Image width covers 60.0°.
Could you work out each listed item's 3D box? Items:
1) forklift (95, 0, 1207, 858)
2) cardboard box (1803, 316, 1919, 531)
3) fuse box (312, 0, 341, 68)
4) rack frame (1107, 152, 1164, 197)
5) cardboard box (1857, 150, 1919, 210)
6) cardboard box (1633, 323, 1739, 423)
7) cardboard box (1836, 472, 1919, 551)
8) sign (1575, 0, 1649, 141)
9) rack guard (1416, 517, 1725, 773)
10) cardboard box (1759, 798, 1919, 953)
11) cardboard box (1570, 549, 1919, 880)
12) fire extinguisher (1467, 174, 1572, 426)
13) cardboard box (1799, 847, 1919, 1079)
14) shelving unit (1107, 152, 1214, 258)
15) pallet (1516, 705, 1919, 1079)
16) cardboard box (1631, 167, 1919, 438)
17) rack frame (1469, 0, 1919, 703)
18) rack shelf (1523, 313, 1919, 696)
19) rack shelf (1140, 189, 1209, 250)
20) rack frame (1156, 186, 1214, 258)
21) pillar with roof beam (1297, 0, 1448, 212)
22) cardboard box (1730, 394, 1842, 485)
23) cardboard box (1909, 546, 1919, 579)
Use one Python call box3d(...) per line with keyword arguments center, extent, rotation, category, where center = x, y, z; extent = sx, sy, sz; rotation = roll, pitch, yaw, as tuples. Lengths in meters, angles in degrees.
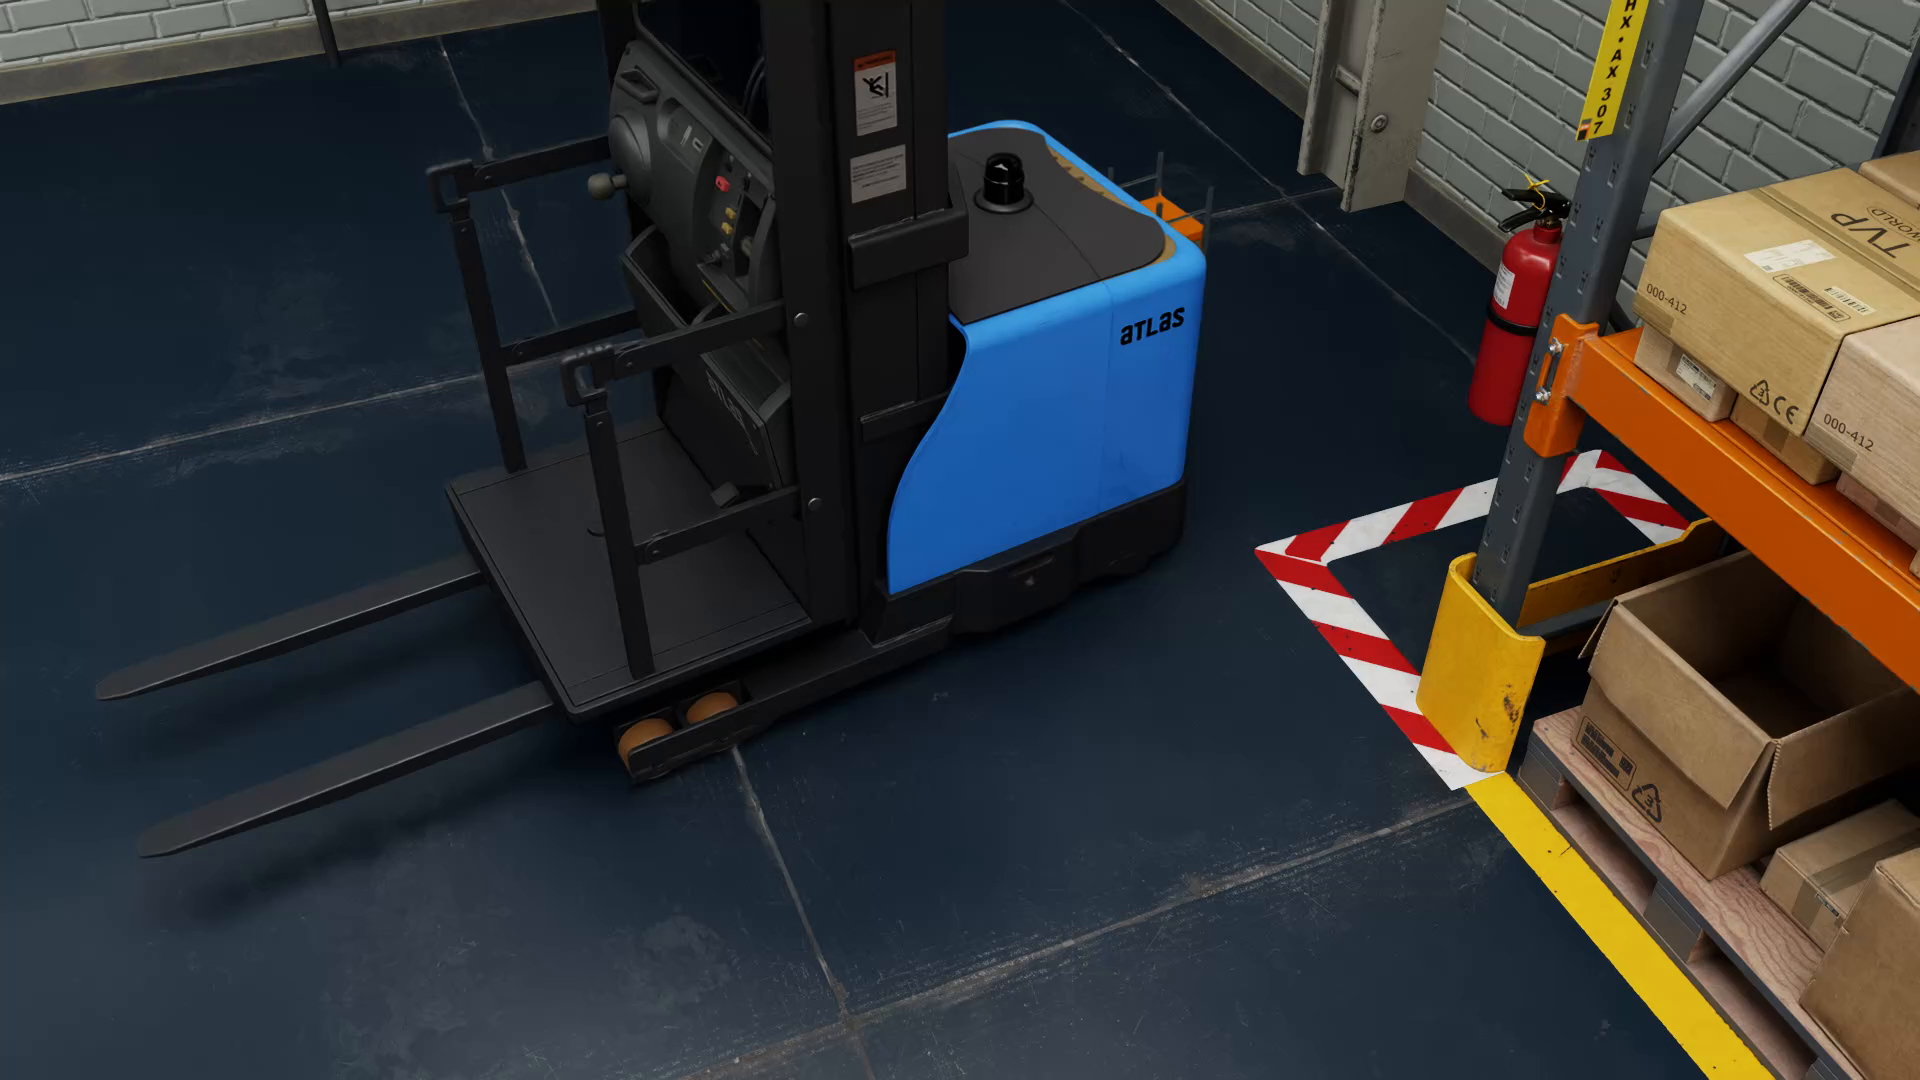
box3d(center=(-0.842, -0.861, 4.003), extent=(3.031, 2.935, 1.130), rotation=(-21, 45, -23), category="forklift")
box3d(center=(1.967, -0.198, 3.066), extent=(0.500, 0.250, 0.500), rotation=(-15, 43, -16), category="cardboard box")
box3d(center=(-2.918, -2.884, 7.291), extent=(0.539, 1.711, 0.414), rotation=(-15, 43, -17), category="fuse box")
box3d(center=(0.525, -0.733, 5.298), extent=(0.200, 1.050, 0.008), rotation=(-22, 45, -23), category="rack frame")
box3d(center=(2.270, -0.631, 3.570), extent=(0.500, 0.250, 0.500), rotation=(-14, 43, -16), category="cardboard box")
box3d(center=(1.721, -0.424, 3.636), extent=(0.380, 0.149, 0.250), rotation=(-15, 43, -17), category="cardboard box")
box3d(center=(1.994, -0.133, 3.297), extent=(0.380, 0.149, 0.250), rotation=(-16, 43, -17), category="cardboard box")
box3d(center=(1.348, -0.979, 3.424), extent=(0.100, 0.325, 0.005), rotation=(-15, 43, -17), category="sign")
box3d(center=(1.878, 0.208, 4.625), extent=(1.175, 0.500, 0.348), rotation=(-15, 43, -17), category="rack guard")
box3d(center=(2.122, 0.793, 3.891), extent=(0.380, 0.149, 0.250), rotation=(-17, 43, -19), category="cardboard box")
box3d(center=(1.995, 0.393, 4.085), extent=(0.797, 0.503, 0.637), rotation=(-17, 43, -19), category="cardboard box")
box3d(center=(1.366, -0.589, 3.979), extent=(0.296, 0.674, 0.183), rotation=(-15, 43, -17), category="fire extinguisher")
box3d(center=(2.287, 0.919, 3.476), extent=(0.700, 0.500, 0.500), rotation=(-13, 42, -15), category="cardboard box")
box3d(center=(0.588, -0.665, 5.218), extent=(0.215, 1.050, 0.252), rotation=(-22, 45, -23), category="shelving unit")
box3d(center=(2.184, 0.797, 4.161), extent=(1.003, 0.211, 1.213), rotation=(-15, 43, -17), category="pallet")
box3d(center=(1.774, -0.501, 3.419), extent=(0.500, 0.250, 0.500), rotation=(-15, 43, -17), category="cardboard box")
box3d(center=(1.849, -0.786, 3.863), extent=(1.000, 3.000, 0.127), rotation=(-15, 43, -17), category="rack frame")
box3d(center=(2.614, 0.692, 2.697), extent=(1.077, 0.370, 4.000), rotation=(-15, 43, -17), category="rack shelf")
box3d(center=(0.588, -0.872, 5.040), extent=(0.215, 0.259, 0.240), rotation=(-22, 45, -23), category="rack shelf")
box3d(center=(0.651, -0.597, 5.139), extent=(0.200, 1.050, 0.008), rotation=(-22, 45, -23), category="rack frame")
box3d(center=(-2.327, -3.836, 2.809), extent=(9.100, 9.000, 0.400), rotation=(-15, 43, -17), category="pillar with roof beam")
box3d(center=(1.861, -0.283, 3.471), extent=(0.380, 0.149, 0.250), rotation=(-14, 43, -16), category="cardboard box")
box3d(center=(2.034, 0.035, 3.102), extent=(0.380, 0.149, 0.250), rotation=(-14, 43, -16), category="cardboard box")
